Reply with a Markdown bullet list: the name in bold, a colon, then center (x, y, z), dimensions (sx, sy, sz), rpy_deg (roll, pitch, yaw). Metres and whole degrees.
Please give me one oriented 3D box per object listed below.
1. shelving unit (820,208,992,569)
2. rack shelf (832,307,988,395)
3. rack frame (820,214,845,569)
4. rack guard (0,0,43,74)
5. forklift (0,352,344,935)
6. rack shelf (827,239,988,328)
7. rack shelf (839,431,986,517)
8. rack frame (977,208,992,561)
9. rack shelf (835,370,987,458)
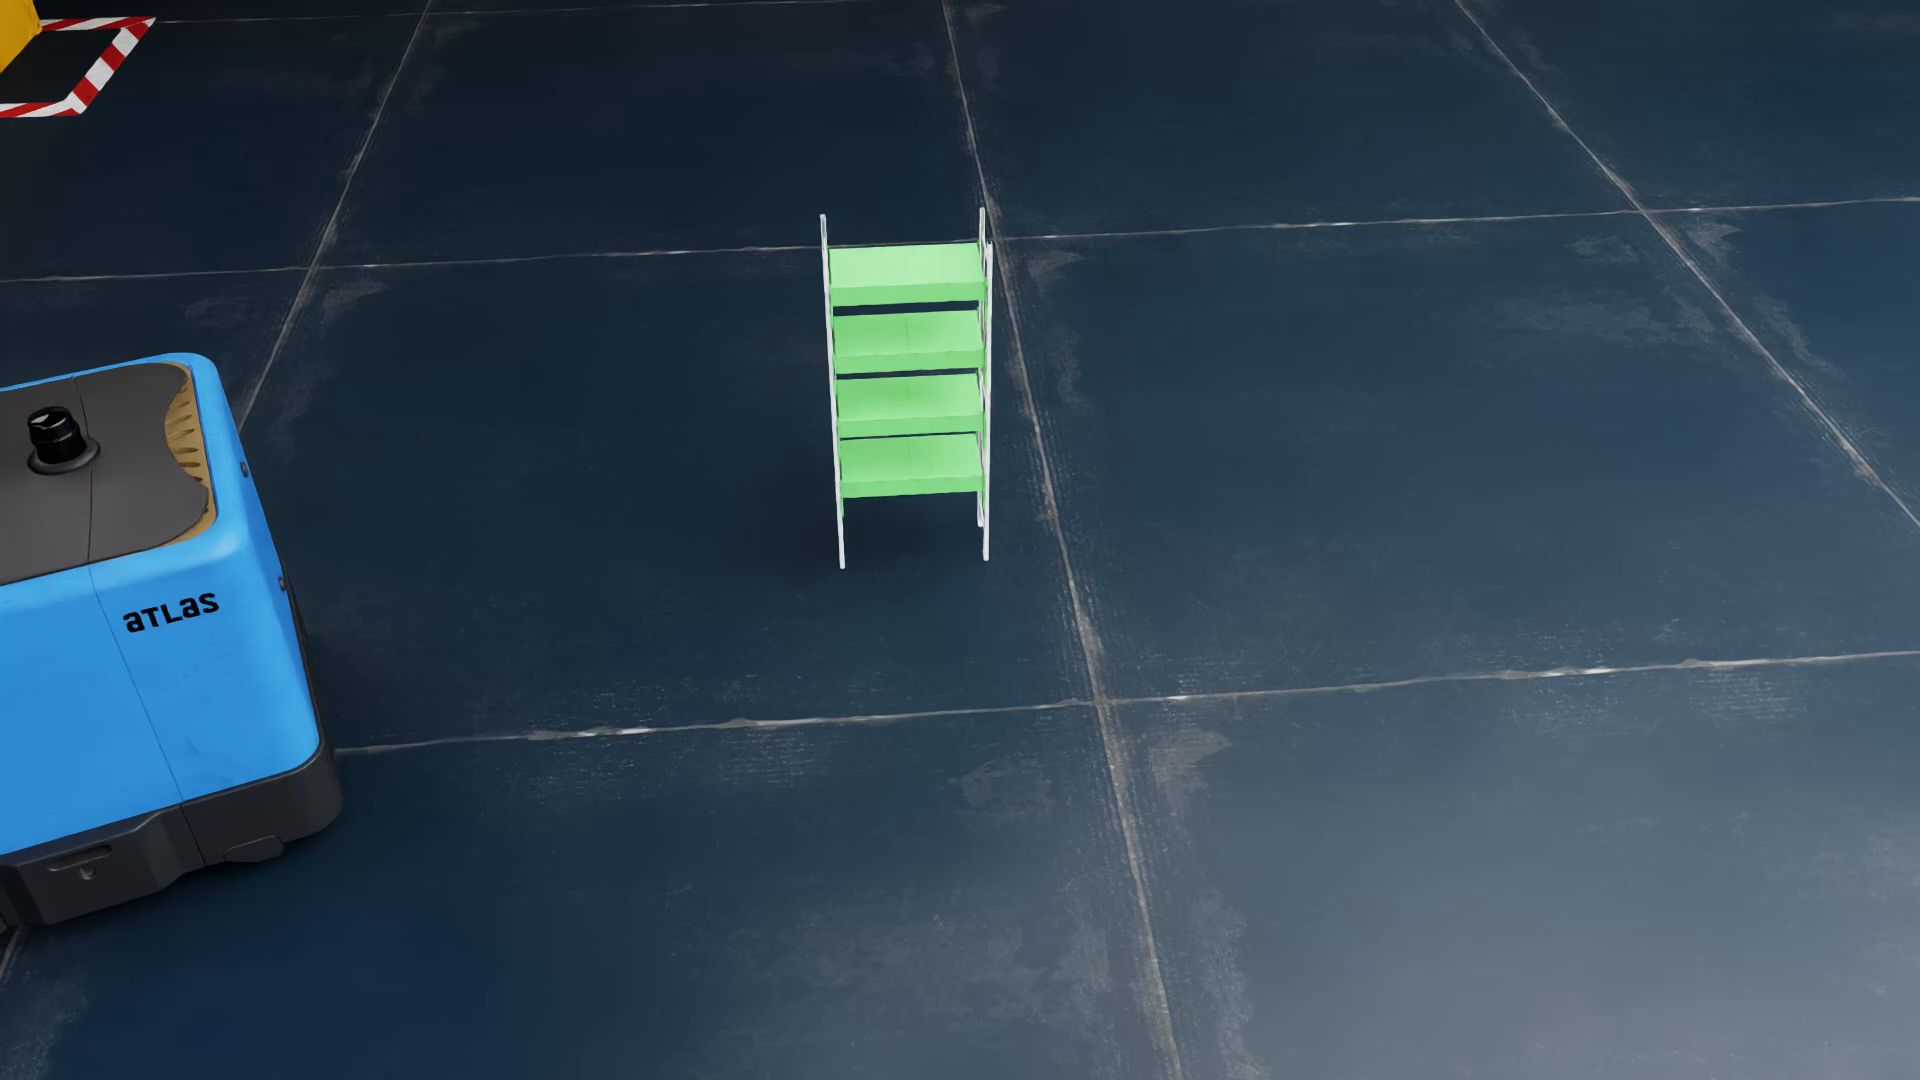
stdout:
- **shelving unit**: center (-0.165, -0.462, 5.367), dimensions (0.503, 1.200, 0.258), rpy_deg (-3, 38, -4)
- **rack shelf**: center (-0.165, -0.600, 5.258), dimensions (0.480, 0.148, 0.258), rpy_deg (-3, 38, -4)
- **rack frame**: center (-0.408, -0.449, 5.350), dimensions (0.015, 1.200, 0.240), rpy_deg (-3, 38, -4)
- **rack guard**: center (-5.315, -2.746, 8.827), dimensions (0.348, 0.500, 1.175), rpy_deg (-3, 38, -4)
- **forklift**: center (-3.296, -0.207, 3.647), dimensions (3.031, 2.935, 1.130), rpy_deg (-16, 41, -19)
- **rack shelf**: center (-0.165, -0.789, 5.109), dimensions (0.480, 0.148, 0.258), rpy_deg (-3, 38, -4)
- **rack shelf**: center (-0.165, -0.223, 5.555), dimensions (0.480, 0.148, 0.258), rpy_deg (-3, 38, -4)
- **rack frame**: center (0.078, -0.475, 5.384), dimensions (0.015, 1.200, 0.240), rpy_deg (-3, 38, -4)
- **rack shelf**: center (-0.165, -0.412, 5.406), dimensions (0.480, 0.148, 0.258), rpy_deg (-3, 38, -4)
